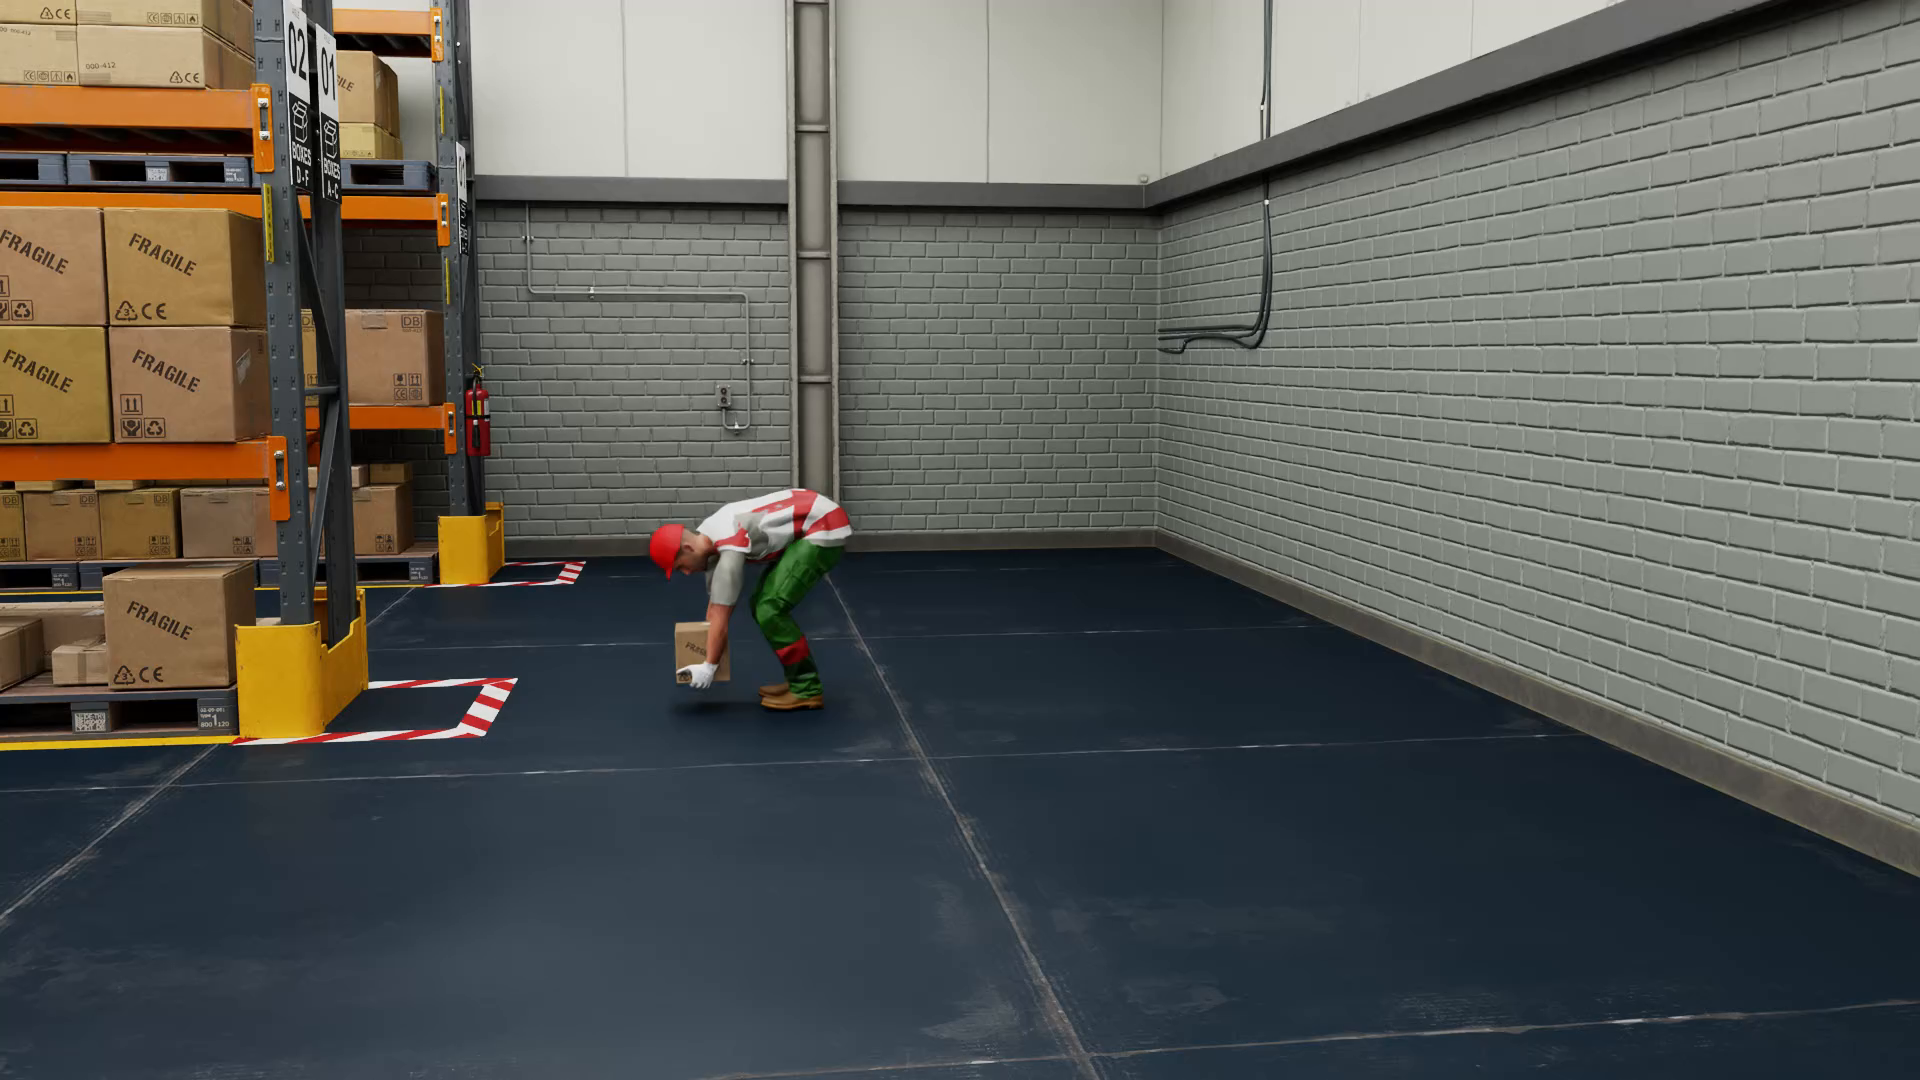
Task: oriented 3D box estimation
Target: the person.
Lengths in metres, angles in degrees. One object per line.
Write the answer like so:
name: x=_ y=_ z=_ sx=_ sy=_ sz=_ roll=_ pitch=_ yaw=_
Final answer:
person: x=-0.996 y=0.280 z=7.956 sx=0.957 sy=1.037 sz=0.522 roll=-1 pitch=7 yaw=-11
